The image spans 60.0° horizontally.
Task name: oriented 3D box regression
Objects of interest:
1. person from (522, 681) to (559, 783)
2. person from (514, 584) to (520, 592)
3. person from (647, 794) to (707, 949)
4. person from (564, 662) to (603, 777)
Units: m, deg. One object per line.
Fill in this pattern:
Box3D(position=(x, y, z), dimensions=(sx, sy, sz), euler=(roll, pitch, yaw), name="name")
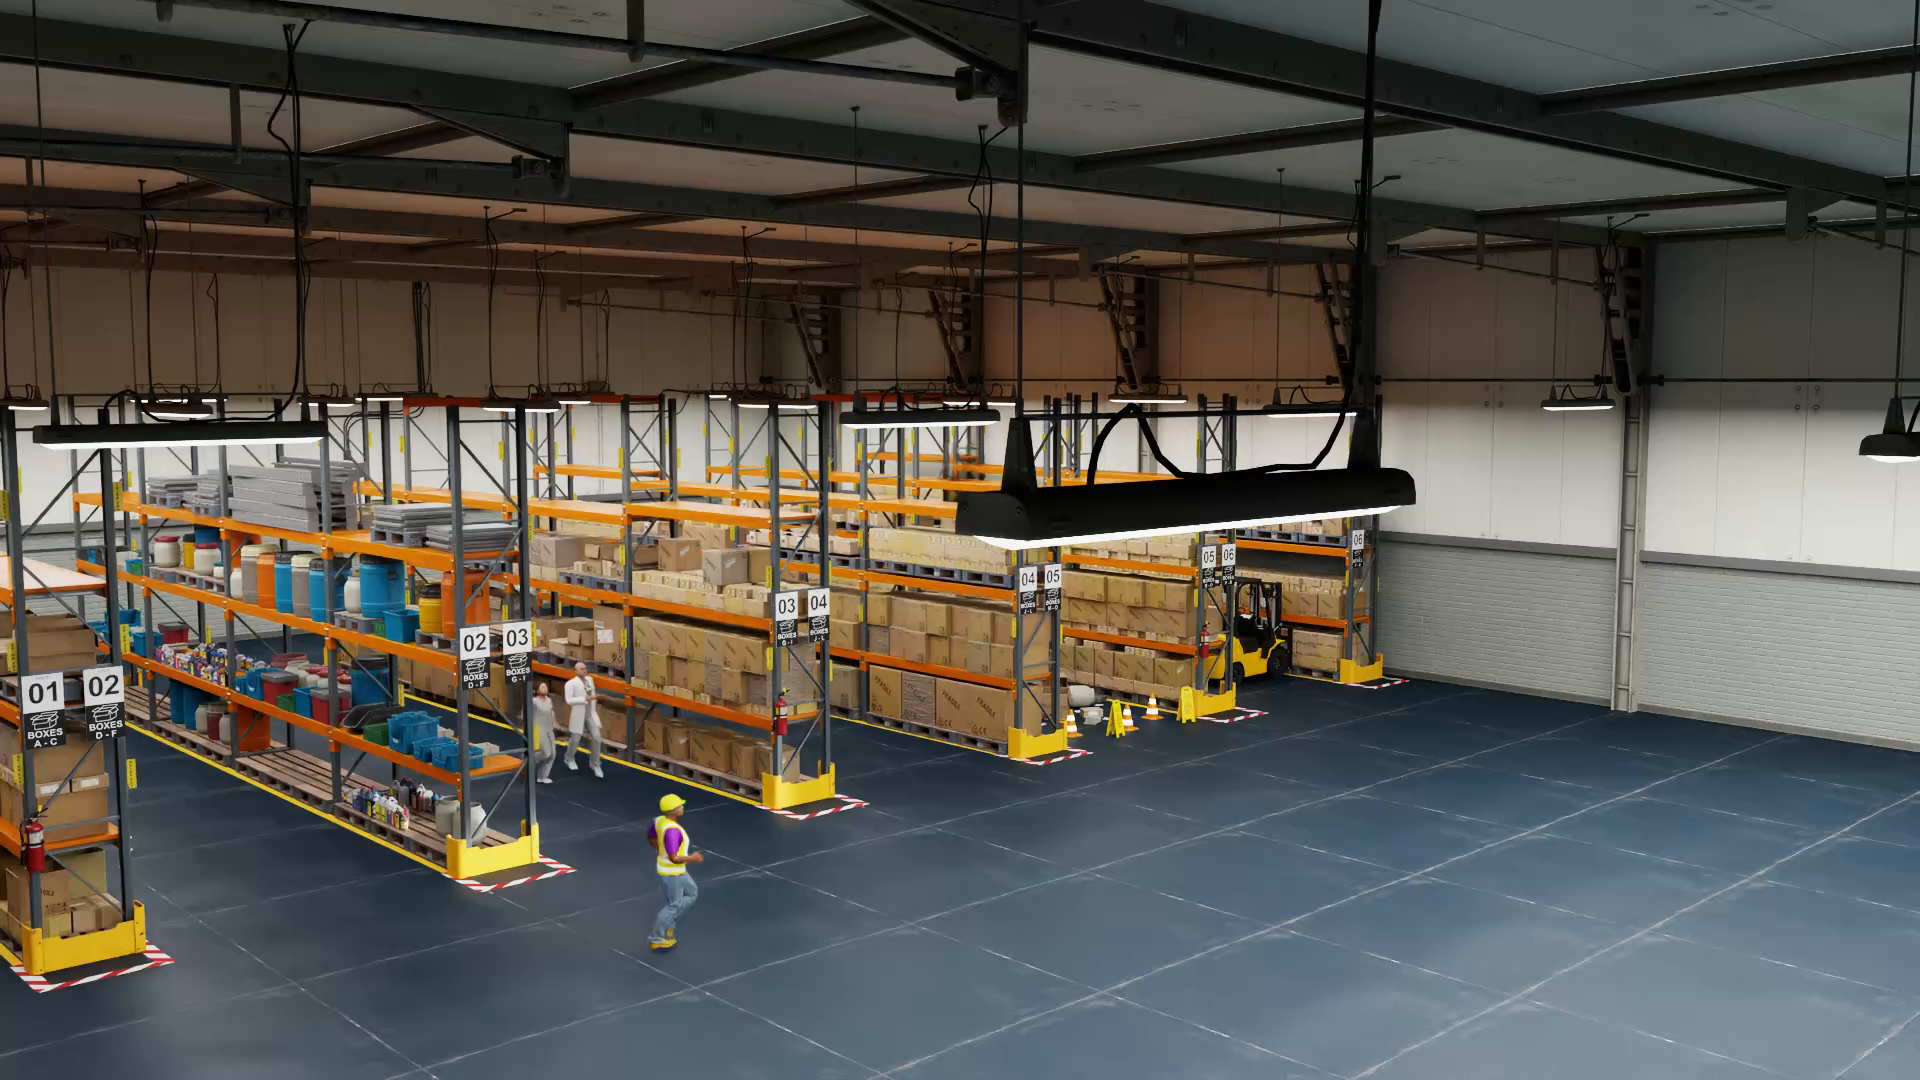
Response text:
Box3D(position=(-6.564, 3.009, 26.103), dimensions=(0.568, 1.623, 0.567), euler=(4, 7, 35), name="person")
Box3D(position=(-10.873, 1.630, 40.469), dimensions=(0.552, 1.583, 0.685), euler=(-4, 7, -33), name="person")
Box3D(position=(-3.155, 3.675, 18.475), dimensions=(0.657, 1.746, 0.672), euler=(-2, 6, -17), name="person")
Box3D(position=(-6.064, 2.865, 26.674), dimensions=(0.677, 1.846, 0.866), euler=(-5, 8, -43), name="person")
